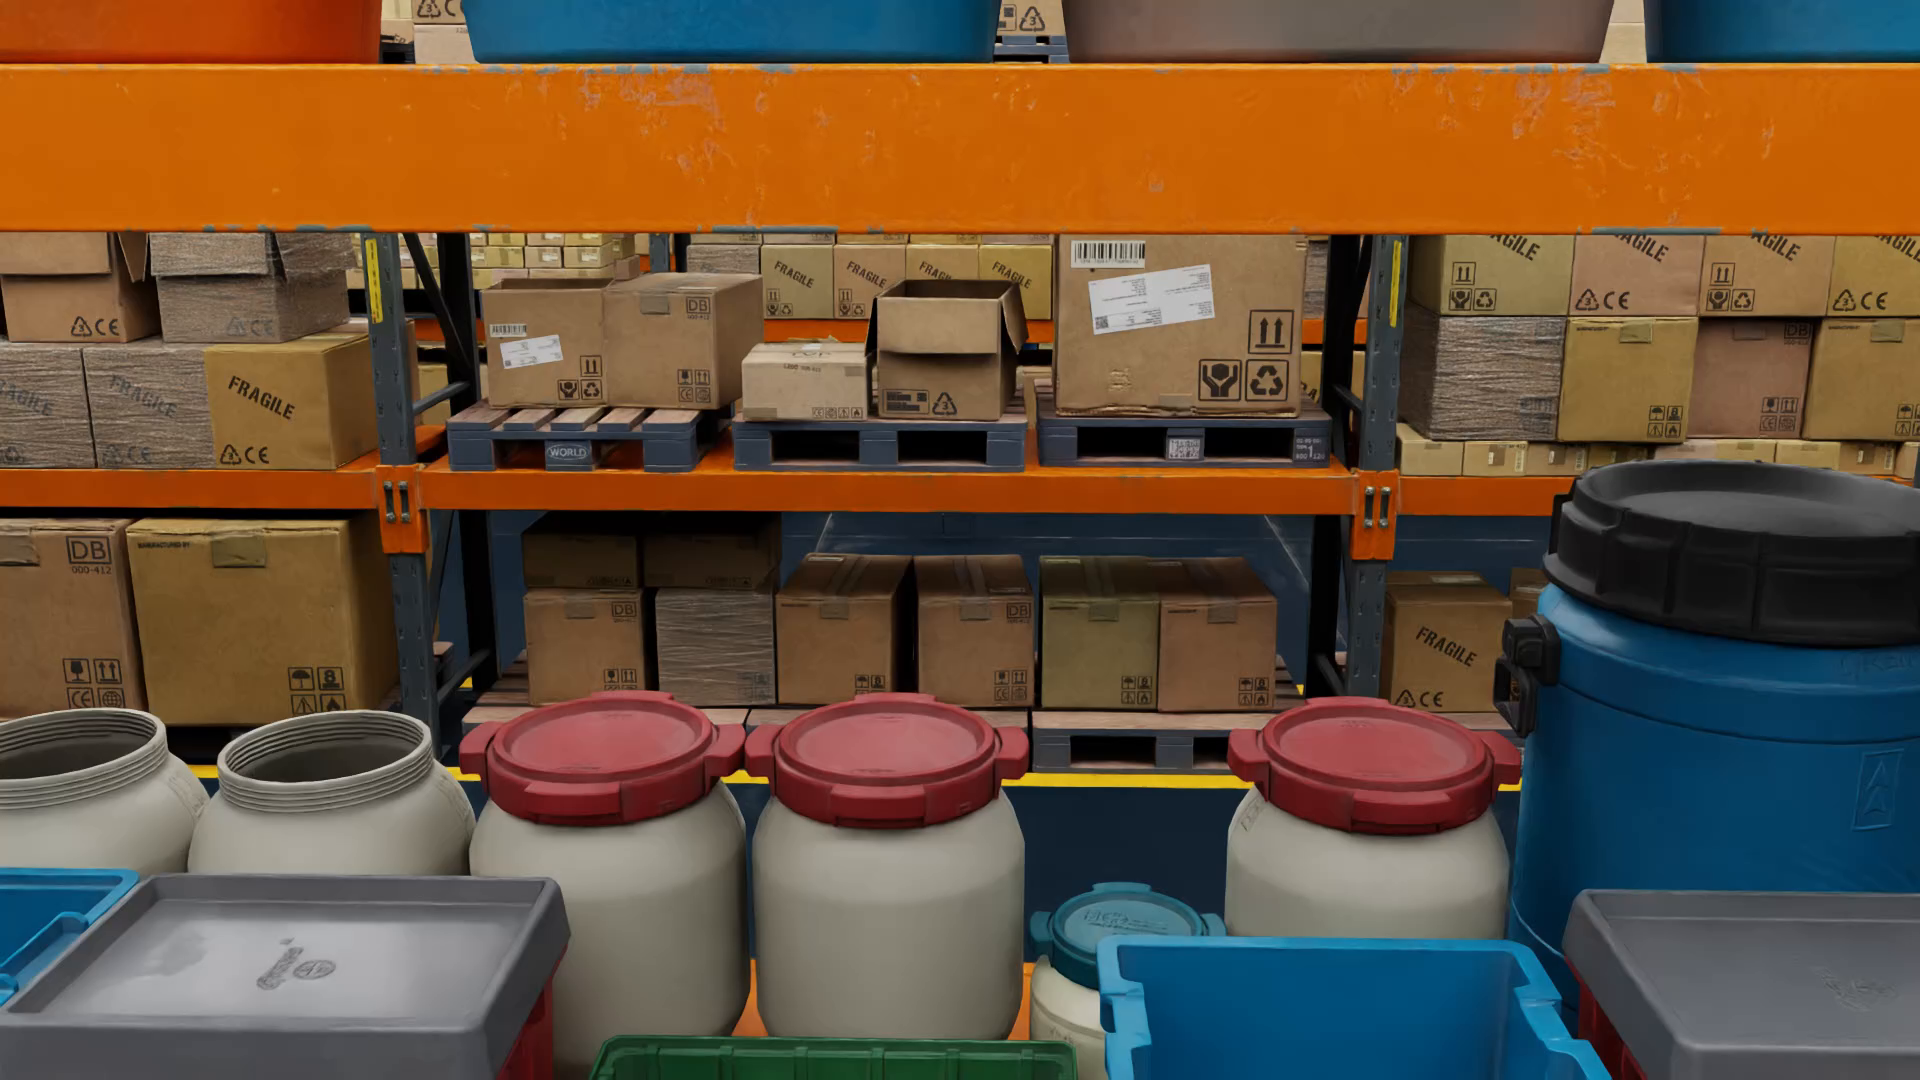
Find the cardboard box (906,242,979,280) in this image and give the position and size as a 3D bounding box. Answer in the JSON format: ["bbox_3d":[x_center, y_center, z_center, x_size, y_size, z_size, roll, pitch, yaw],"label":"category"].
[{"bbox_3d":[-0.119,-1.833,11.712,0.500,0.500,0.500,0,15,1],"label":"cardboard box"}]

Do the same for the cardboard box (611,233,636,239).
[{"bbox_3d":[-2.532,-2.288,12.135,0.250,0.149,0.380,0,15,2],"label":"cardboard box"}]

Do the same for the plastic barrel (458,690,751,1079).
[{"bbox_3d":[-0.543,0.552,2.603,0.433,0.535,0.433,0,15,0],"label":"plastic barrel"}]

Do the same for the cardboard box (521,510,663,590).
[{"bbox_3d":[-1.628,0.028,7.421,0.500,0.250,0.500,1,15,4],"label":"cardboard box"}]

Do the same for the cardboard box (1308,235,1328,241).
[{"bbox_3d":[2.296,-2.424,11.736,0.550,0.550,0.875,0,15,1],"label":"cardboard box"}]

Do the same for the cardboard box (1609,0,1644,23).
[{"bbox_3d":[2.557,-2.074,6.455,0.250,0.149,0.380,0,15,2],"label":"cardboard box"}]

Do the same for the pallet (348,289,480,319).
[{"bbox_3d":[-4.051,-1.776,12.067,1.213,0.211,1.003,0,15,1],"label":"pallet"}]

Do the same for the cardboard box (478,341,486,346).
[{"bbox_3d":[-4.519,-2.343,17.184,0.875,0.875,0.875,1,15,3],"label":"cardboard box"}]

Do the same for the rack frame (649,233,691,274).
[{"bbox_3d":[-2.071,-1.866,12.034,0.127,3.000,1.000,0,15,1],"label":"rack frame"}]

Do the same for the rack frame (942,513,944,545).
[{"bbox_3d":[-0.110,-0.436,10.728,0.006,0.900,0.240,0,15,1],"label":"rack frame"}]

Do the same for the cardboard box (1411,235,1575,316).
[{"bbox_3d":[2.143,-1.184,6.708,0.500,0.500,0.500,0,15,1],"label":"cardboard box"}]

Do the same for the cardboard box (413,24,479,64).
[{"bbox_3d":[-1.835,-1.912,6.621,0.500,0.250,0.500,1,15,2],"label":"cardboard box"}]

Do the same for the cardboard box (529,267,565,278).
[{"bbox_3d":[-2.824,-1.836,11.588,0.250,0.149,0.380,0,15,1],"label":"cardboard box"}]

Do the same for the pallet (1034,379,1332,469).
[{"bbox_3d":[0.940,-0.525,7.327,1.213,0.211,1.003,0,15,1],"label":"pallet"}]

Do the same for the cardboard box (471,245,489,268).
[{"bbox_3d":[-3.357,-1.983,11.562,0.250,0.149,0.380,0,15,2],"label":"cardboard box"}]

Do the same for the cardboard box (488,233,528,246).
[{"bbox_3d":[-3.086,-2.126,11.520,0.250,0.149,0.380,1,15,3],"label":"cardboard box"}]

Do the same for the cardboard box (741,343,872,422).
[{"bbox_3d":[-0.629,-0.663,6.944,0.500,0.250,0.500,0,15,0],"label":"cardboard box"}]

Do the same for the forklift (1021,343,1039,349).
[{"bbox_3d":[0.192,-2.681,15.256,1.130,2.935,3.031,1,15,2],"label":"forklift"}]

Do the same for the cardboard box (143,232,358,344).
[{"bbox_3d":[-3.029,-1.144,7.135,0.637,0.503,0.797,1,15,3],"label":"cardboard box"}]

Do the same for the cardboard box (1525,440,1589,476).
[{"bbox_3d":[2.407,-0.377,6.881,0.250,0.149,0.380,0,15,1],"label":"cardboard box"}]

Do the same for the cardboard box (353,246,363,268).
[{"bbox_3d":[-4.124,-1.988,11.582,0.250,0.149,0.380,0,15,0],"label":"cardboard box"}]

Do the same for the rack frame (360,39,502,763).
[{"bbox_3d":[-2.299,-0.602,7.242,0.127,3.000,1.000,0,15,1],"label":"rack frame"}]

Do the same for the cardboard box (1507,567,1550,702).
[{"bbox_3d":[2.672,0.444,7.353,0.500,0.500,0.500,5,16,19],"label":"cardboard box"}]

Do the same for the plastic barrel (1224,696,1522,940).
[{"bbox_3d":[0.623,0.559,2.574,0.433,0.535,0.433,0,15,0],"label":"plastic barrel"}]

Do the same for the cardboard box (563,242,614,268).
[{"bbox_3d":[-2.576,-1.979,11.546,0.250,0.149,0.380,1,15,3],"label":"cardboard box"}]

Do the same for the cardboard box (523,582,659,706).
[{"bbox_3d":[-1.628,0.393,7.507,0.500,0.500,0.700,0,15,-2],"label":"cardboard box"}]

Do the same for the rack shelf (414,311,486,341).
[{"bbox_3d":[-4.070,-1.531,12.175,4.000,0.370,1.077,0,15,1],"label":"rack shelf"}]

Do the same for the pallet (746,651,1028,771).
[{"bbox_3d":[-0.301,0.760,7.544,1.213,0.211,1.003,0,15,1],"label":"pallet"}]

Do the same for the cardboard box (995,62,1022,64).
[{"bbox_3d":[0.350,-4.659,16.210,0.500,0.250,0.500,1,15,2],"label":"cardboard box"}]

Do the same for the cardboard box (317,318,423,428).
[{"bbox_3d":[-2.778,-0.723,7.504,0.500,0.500,0.500,1,15,3],"label":"cardboard box"}]

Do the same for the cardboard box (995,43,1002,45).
[{"bbox_3d":[0.170,-3.454,11.328,0.500,0.311,0.500,0,15,-1],"label":"cardboard box"}]

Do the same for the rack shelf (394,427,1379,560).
[{"bbox_3d":[-0.299,-0.241,7.284,4.000,0.370,1.077,0,15,1],"label":"rack shelf"}]

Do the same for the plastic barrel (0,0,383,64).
[{"bbox_3d":[-0.956,-0.932,1.771,0.708,0.830,0.600,0,15,1],"label":"plastic barrel"}]

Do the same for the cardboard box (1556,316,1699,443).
[{"bbox_3d":[2.647,-0.737,6.975,0.500,0.500,0.875,0,15,1],"label":"cardboard box"}]

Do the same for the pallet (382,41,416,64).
[{"bbox_3d":[-2.944,-1.952,6.848,1.003,0.211,1.213,1,15,4],"label":"pallet"}]

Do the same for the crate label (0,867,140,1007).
[{"bbox_3d":[-1.439,0.719,2.164,0.616,0.435,0.502,0,15,1],"label":"crate label"}]

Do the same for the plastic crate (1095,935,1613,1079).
[{"bbox_3d":[0.463,0.767,2.084,0.575,0.384,0.392,0,15,1],"label":"plastic crate"}]

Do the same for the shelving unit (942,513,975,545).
[{"bbox_3d":[-0.008,-0.435,10.725,0.210,0.900,0.258,0,15,1],"label":"shelving unit"}]

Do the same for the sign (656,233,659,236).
[{"bbox_3d":[-2.075,-2.249,11.371,0.005,0.325,0.100,0,15,1],"label":"sign"}]

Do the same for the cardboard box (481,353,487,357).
[{"bbox_3d":[-3.261,-1.293,12.467,0.500,0.250,0.500,0,15,1],"label":"cardboard box"}]

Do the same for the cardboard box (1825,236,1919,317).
[{"bbox_3d":[3.643,-1.177,6.683,0.500,0.500,0.500,0,15,1],"label":"cardboard box"}]

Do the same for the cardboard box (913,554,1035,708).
[{"bbox_3d":[0.051,0.399,7.485,0.500,0.500,0.700,-1,15,-3],"label":"cardboard box"}]

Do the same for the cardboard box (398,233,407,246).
[{"bbox_3d":[-3.865,-2.131,11.539,0.250,0.149,0.380,1,15,4],"label":"cardboard box"}]

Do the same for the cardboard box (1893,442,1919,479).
[{"bbox_3d":[3.906,-0.361,6.819,0.250,0.149,0.380,0,15,1],"label":"cardboard box"}]

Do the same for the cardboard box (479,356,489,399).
[{"bbox_3d":[-3.266,-1.161,11.969,0.500,0.250,0.500,1,15,2],"label":"cardboard box"}]

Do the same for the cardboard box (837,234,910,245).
[{"bbox_3d":[-0.604,-2.387,11.851,0.500,0.500,0.700,0,15,1],"label":"cardboard box"}]

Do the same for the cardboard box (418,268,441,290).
[{"bbox_3d":[-3.599,-1.841,11.609,0.250,0.149,0.380,0,15,-1],"label":"cardboard box"}]

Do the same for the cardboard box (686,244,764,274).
[{"bbox_3d":[-1.629,-1.843,11.749,0.500,0.500,0.500,1,15,2],"label":"cardboard box"}]

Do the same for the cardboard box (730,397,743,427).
[{"bbox_3d":[-1.465,-0.955,12.165,0.750,0.750,1.050,0,15,1],"label":"cardboard box"}]

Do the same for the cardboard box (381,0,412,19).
[{"bbox_3d":[-3.768,-3.675,11.311,0.258,0.266,0.396,0,15,1],"label":"cardboard box"}]

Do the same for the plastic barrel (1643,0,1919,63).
[{"bbox_3d":[1.060,-0.954,1.712,0.708,0.901,0.600,0,15,1],"label":"plastic barrel"}]

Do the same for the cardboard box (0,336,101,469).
[{"bbox_3d":[-3.816,-0.598,7.029,0.500,0.500,0.500,0,15,0],"label":"cardboard box"}]

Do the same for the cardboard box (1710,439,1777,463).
[{"bbox_3d":[3.157,-0.375,6.872,0.250,0.149,0.380,0,15,1],"label":"cardboard box"}]

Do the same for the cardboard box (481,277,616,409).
[{"bbox_3d":[-1.758,-0.860,7.201,0.500,0.500,0.500,-1,15,-5],"label":"cardboard box"}]
